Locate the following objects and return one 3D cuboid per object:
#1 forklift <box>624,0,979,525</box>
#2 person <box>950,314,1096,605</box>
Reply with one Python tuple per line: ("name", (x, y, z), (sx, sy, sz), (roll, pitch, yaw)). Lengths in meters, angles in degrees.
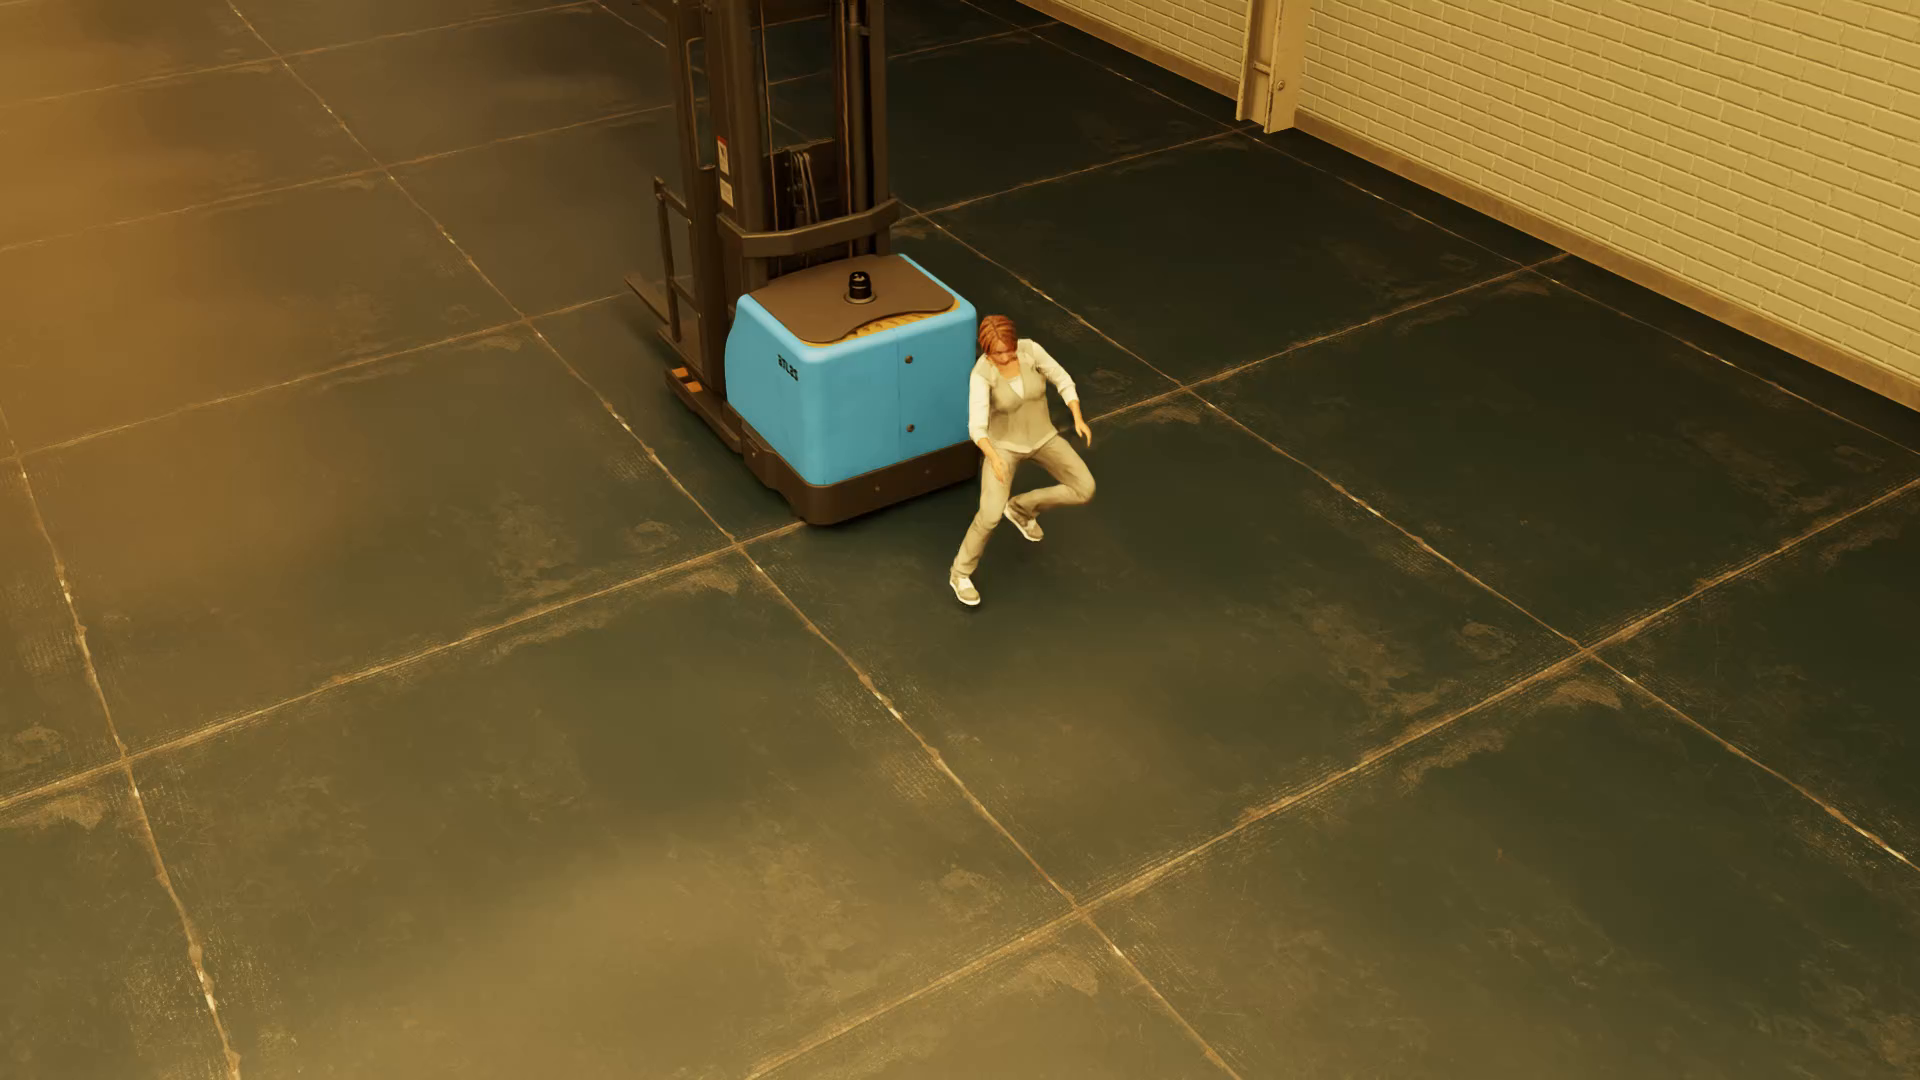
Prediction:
("forklift", (-1.096, -2.092, 9.125), (1.130, 2.935, 3.031), (-19, 40, -25))
("person", (0.297, -0.388, 8.027), (0.720, 1.393, 0.698), (-12, 37, -17))
